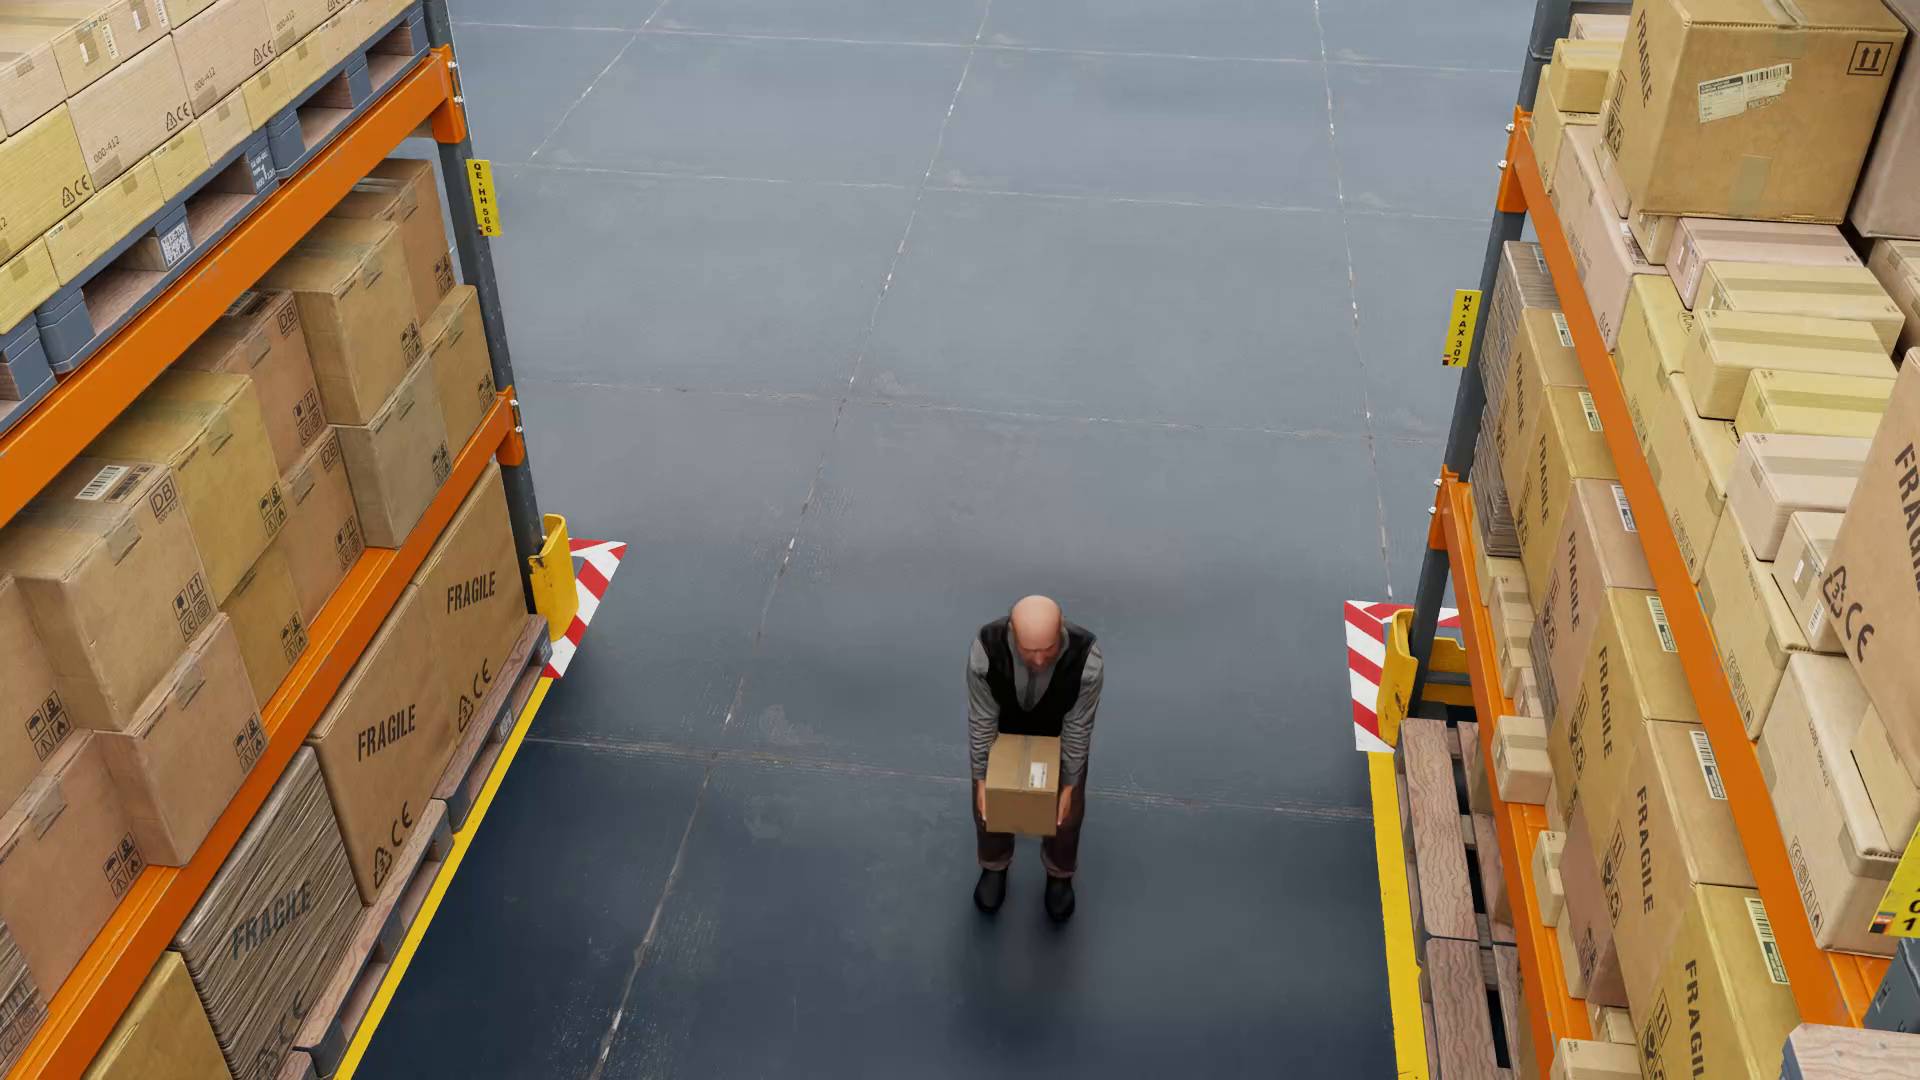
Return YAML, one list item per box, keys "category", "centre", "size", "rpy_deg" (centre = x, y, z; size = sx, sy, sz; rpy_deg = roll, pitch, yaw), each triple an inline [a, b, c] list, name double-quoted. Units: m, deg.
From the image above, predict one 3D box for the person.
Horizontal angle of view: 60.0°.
- category: "person"
  centre: [0.268, 0.766, 6.072]
  size: [0.477, 1.647, 0.615]
  rpy_deg: [4, 36, 5]
